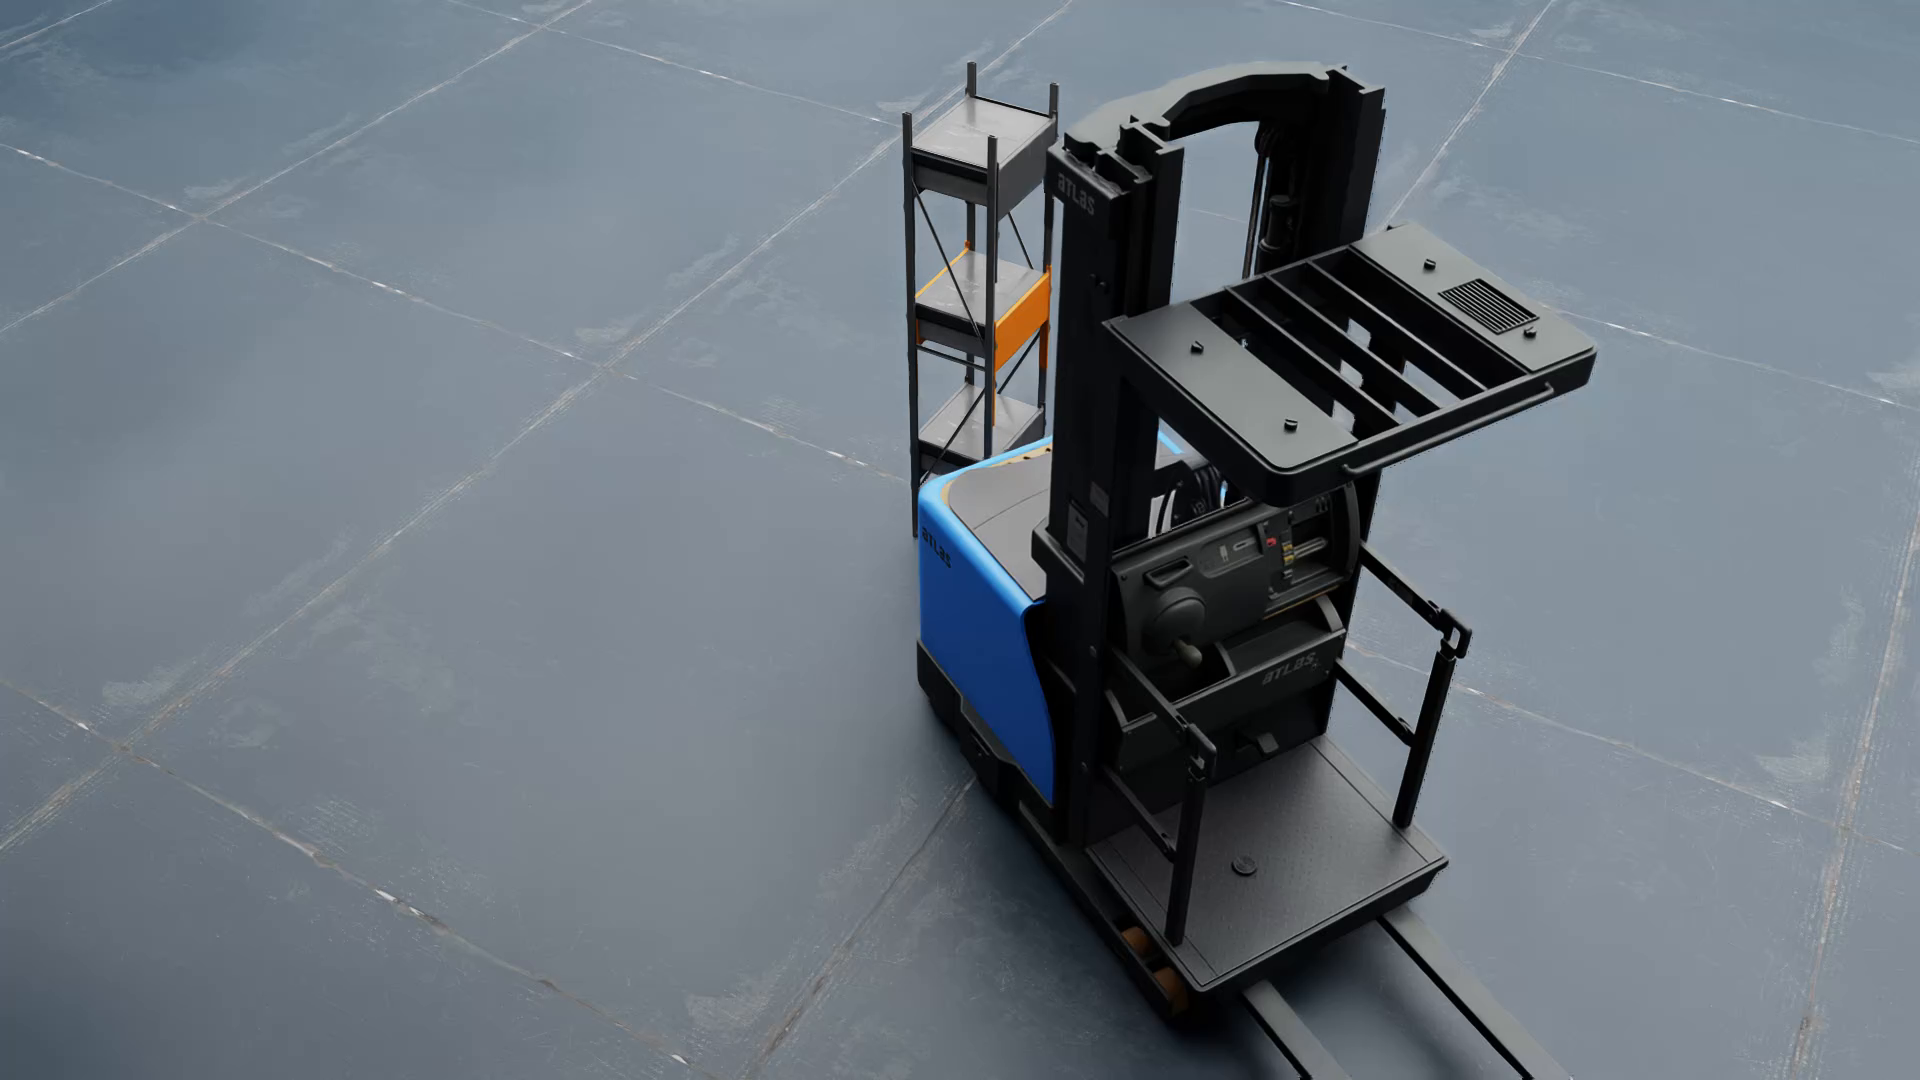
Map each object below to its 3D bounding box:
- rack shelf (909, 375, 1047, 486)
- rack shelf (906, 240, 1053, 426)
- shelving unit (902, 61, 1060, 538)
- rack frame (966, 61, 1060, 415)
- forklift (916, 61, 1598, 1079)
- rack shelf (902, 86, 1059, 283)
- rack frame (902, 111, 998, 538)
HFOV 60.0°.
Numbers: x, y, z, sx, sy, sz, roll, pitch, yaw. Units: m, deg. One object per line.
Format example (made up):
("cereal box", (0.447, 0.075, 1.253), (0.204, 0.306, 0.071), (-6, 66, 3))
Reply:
("rack shelf", (0.083, -0.347, 7.451), (0.431, 0.518, 0.480), (21, 45, 22))
("rack shelf", (0.083, -0.872, 6.988), (0.431, 0.518, 0.480), (21, 45, 22))
("shelving unit", (0.083, -0.883, 6.979), (0.431, 2.100, 0.503), (21, 45, 22))
("rack frame", (0.205, -1.022, 7.138), (0.400, 2.100, 0.015), (21, 45, 22))
("forklift", (1.001, 0.181, 5.142), (1.130, 2.935, 3.031), (-21, 46, -22))
("rack shelf", (0.083, -1.398, 6.526), (0.431, 0.518, 0.480), (21, 45, 22))
("rack frame", (-0.039, -0.743, 6.821), (0.400, 2.100, 0.015), (21, 45, 22))
